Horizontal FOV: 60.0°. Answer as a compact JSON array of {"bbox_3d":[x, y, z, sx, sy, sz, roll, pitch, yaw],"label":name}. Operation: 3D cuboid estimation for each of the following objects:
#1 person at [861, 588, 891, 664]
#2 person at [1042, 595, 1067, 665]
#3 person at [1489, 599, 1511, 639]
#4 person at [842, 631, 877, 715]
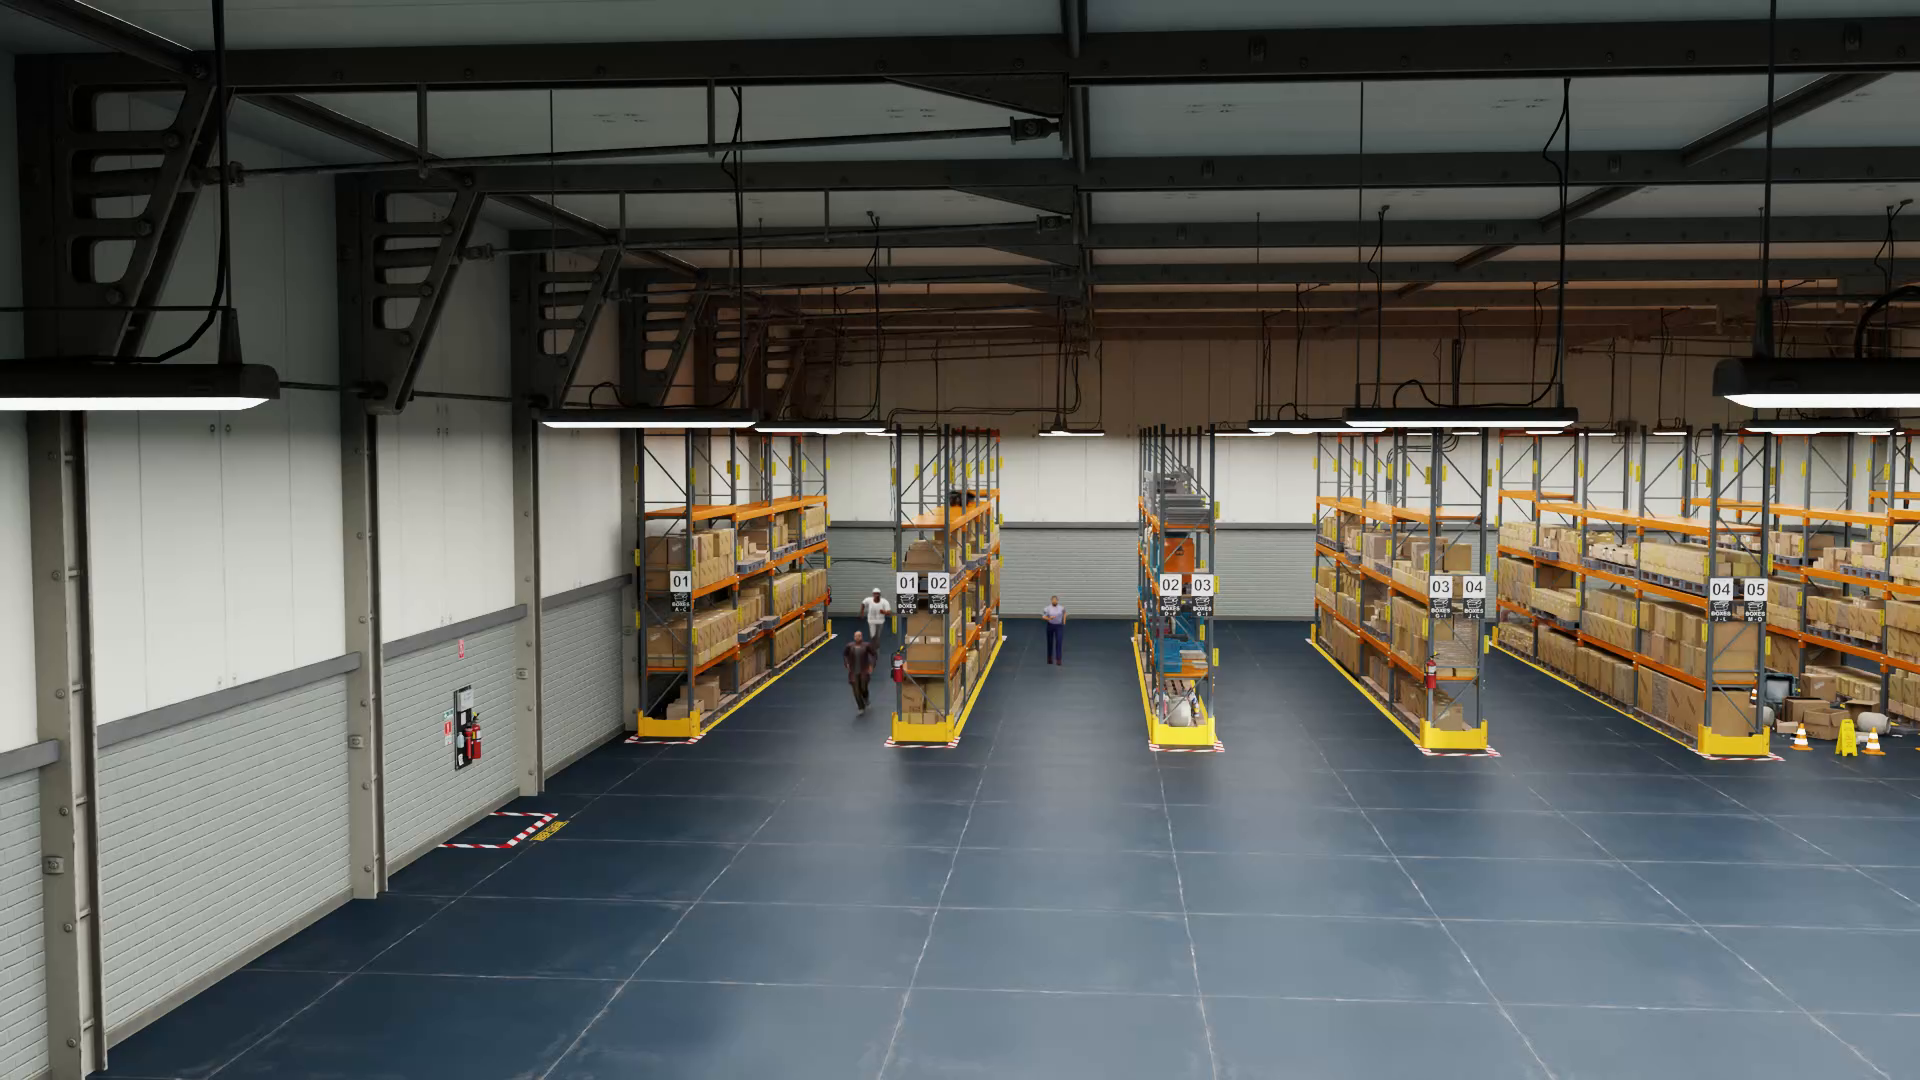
[{"bbox_3d":[-2.077,2.099,41.059,0.729,1.858,0.807,0,3,-1],"label":"person"},{"bbox_3d":[2.287,2.181,40.122,0.607,1.689,0.886,0,3,-2],"label":"person"},{"bbox_3d":[15.467,1.990,47.174,0.949,1.642,0.583,0,3,-5],"label":"person"},{"bbox_3d":[-2.100,2.721,34.633,0.729,1.668,0.567,0,4,7],"label":"person"}]
